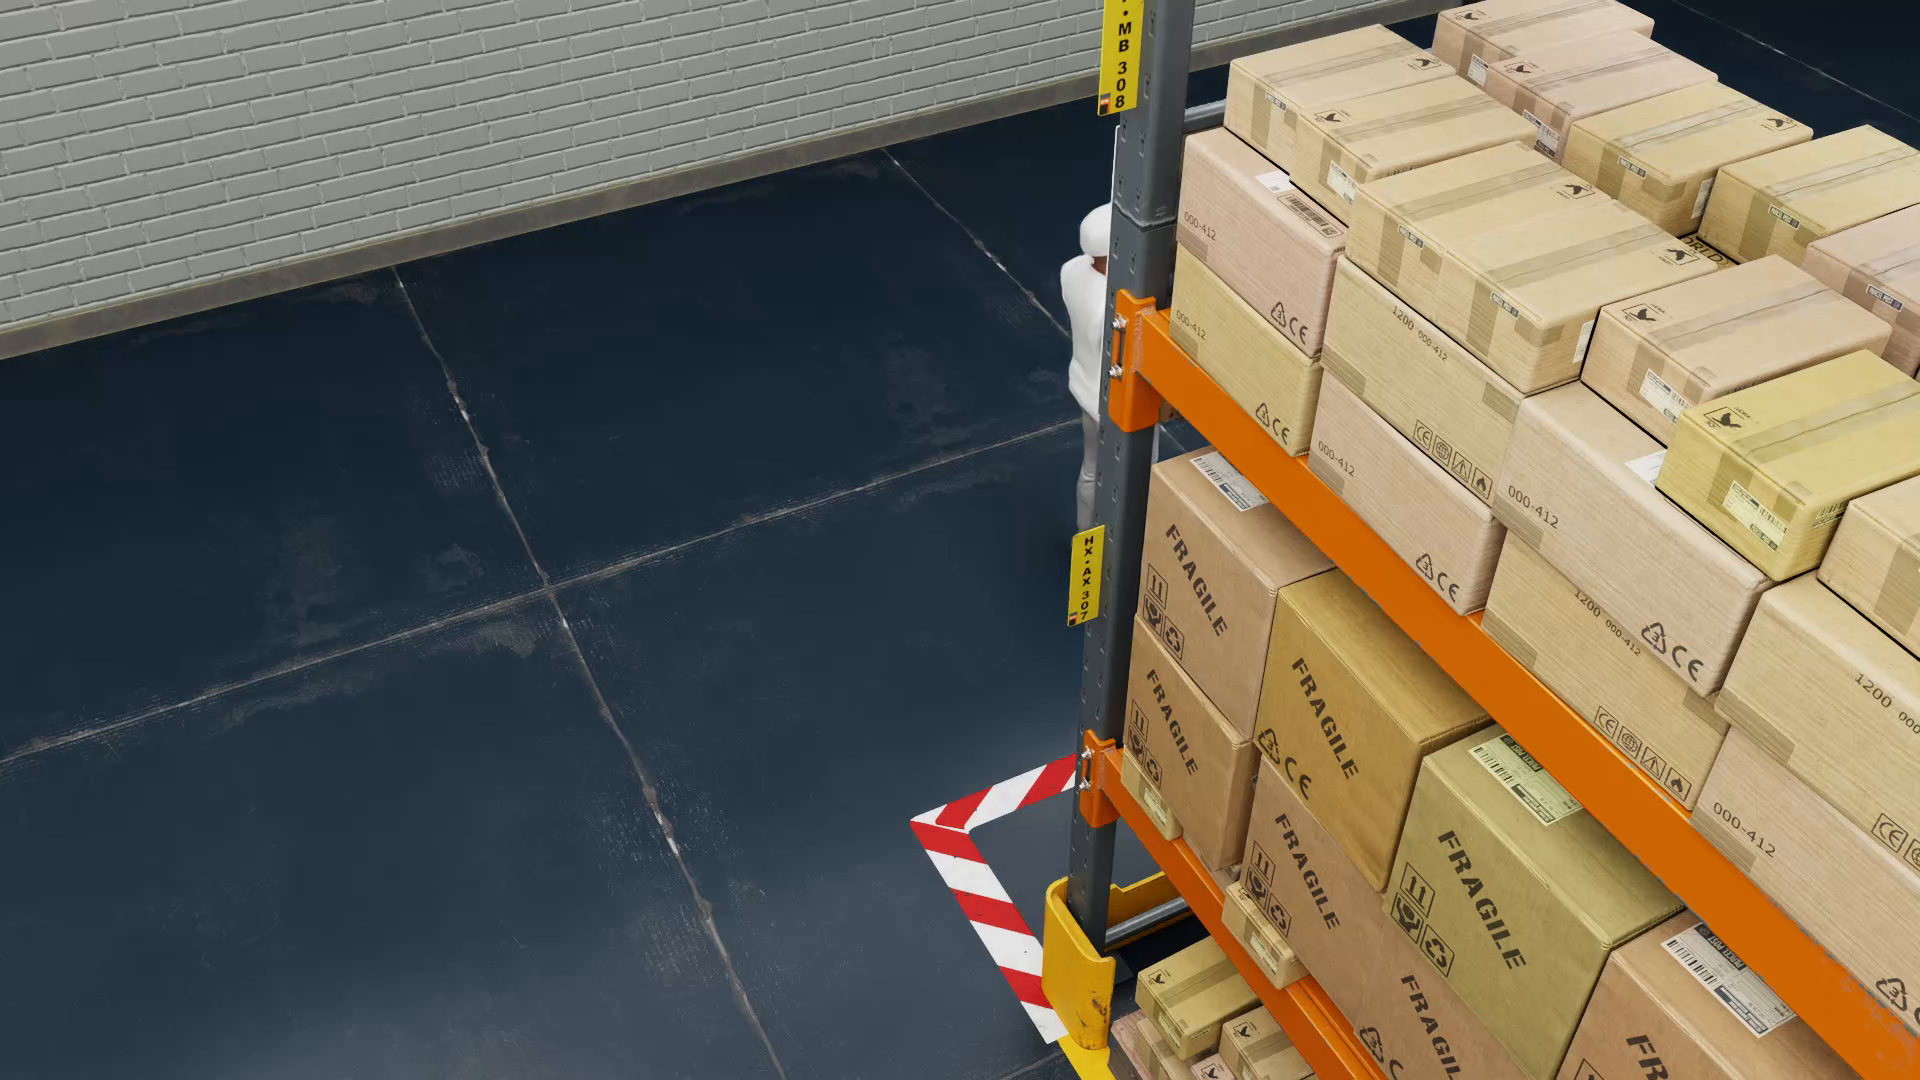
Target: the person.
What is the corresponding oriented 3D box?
[{"bbox_3d":[0.685,-0.608,6.830,0.515,1.772,0.559,-16,44,-18],"label":"person"}]
